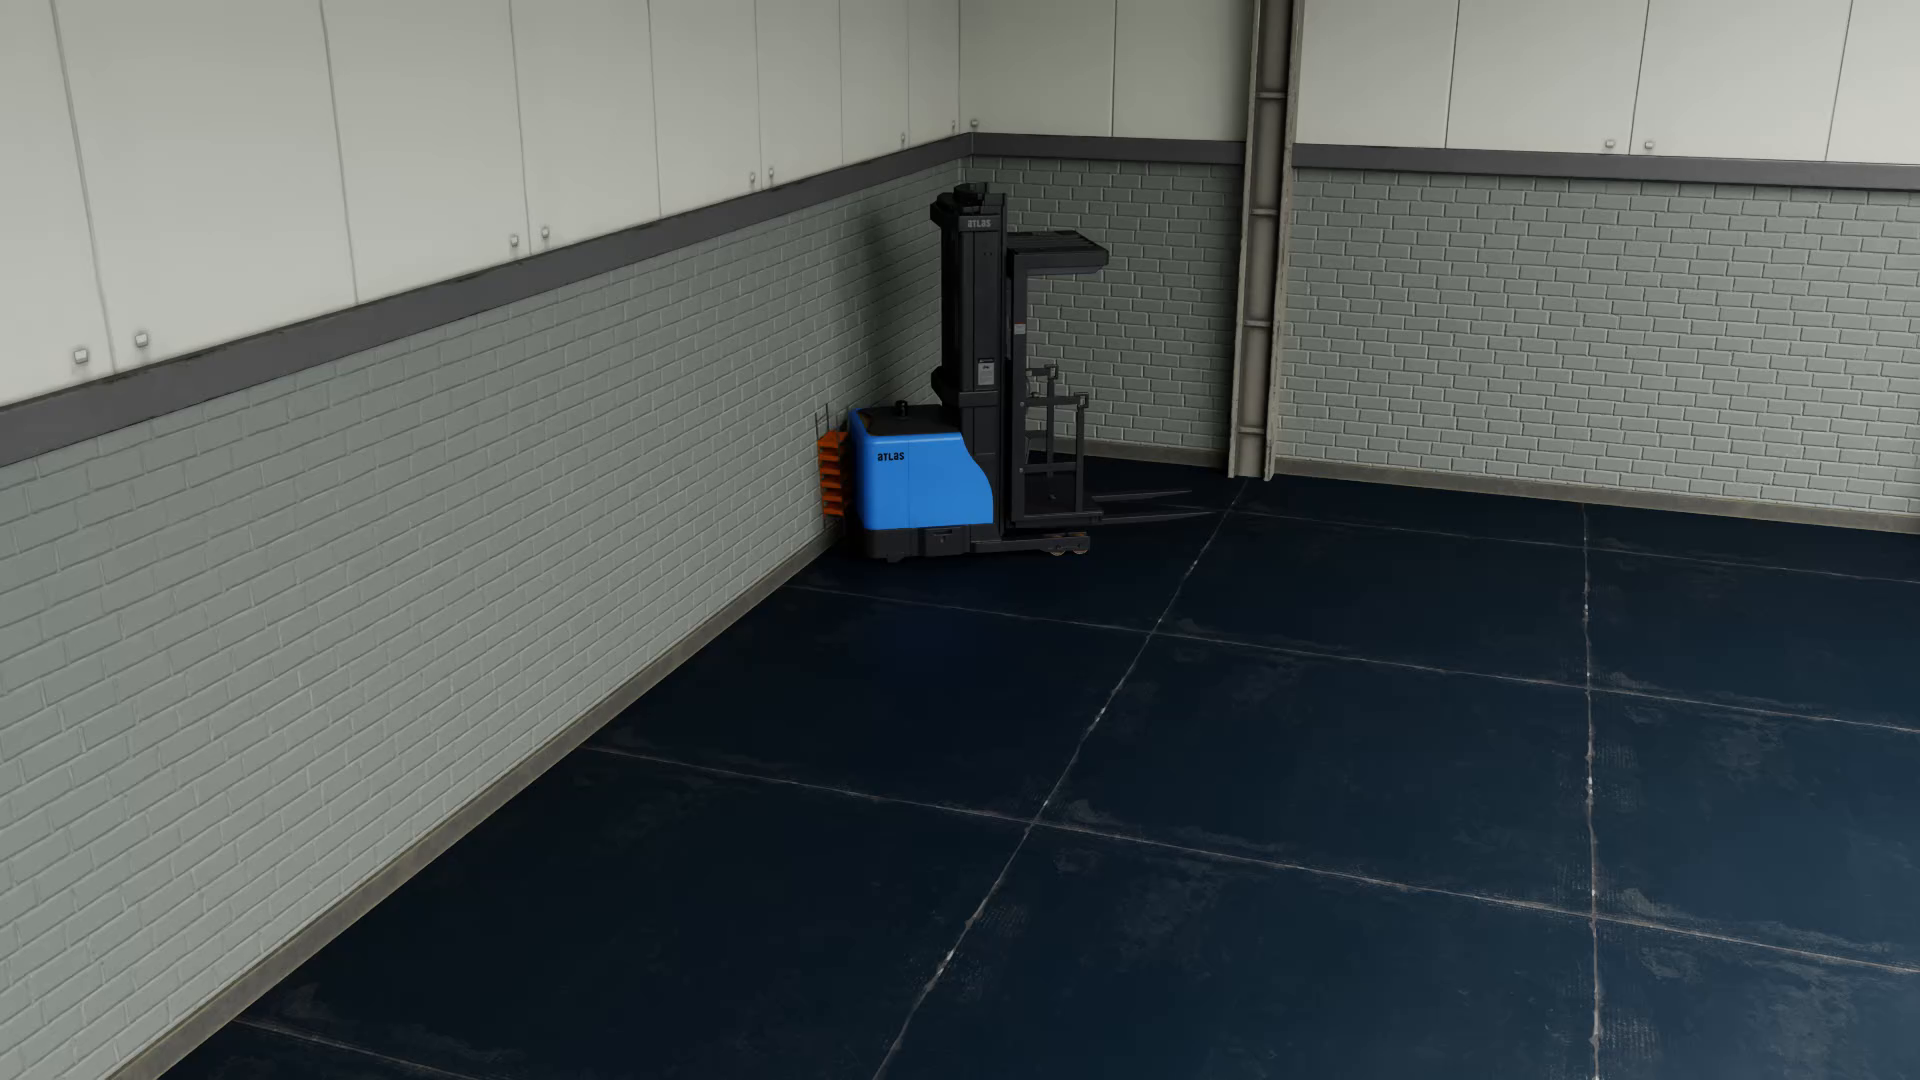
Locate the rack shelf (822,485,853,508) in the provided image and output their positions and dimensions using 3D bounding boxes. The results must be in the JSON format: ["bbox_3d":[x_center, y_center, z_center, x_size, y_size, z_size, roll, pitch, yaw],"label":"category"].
[{"bbox_3d":[-1.010,-0.369,13.781,0.180,0.103,0.258,7,27,19],"label":"rack shelf"}]

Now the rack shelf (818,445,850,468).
[{"bbox_3d":[-1.024,-0.694,13.627,0.180,0.103,0.258,7,27,19],"label":"rack shelf"}]

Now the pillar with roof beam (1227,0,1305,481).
[{"bbox_3d":[1.363,-3.534,10.545,0.400,9.000,9.100,7,20,18],"label":"pillar with roof beam"}]

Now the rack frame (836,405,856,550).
[{"bbox_3d":[-0.930,-0.507,13.681,0.006,1.200,0.240,7,27,19],"label":"rack frame"}]

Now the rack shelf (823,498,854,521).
[{"bbox_3d":[-1.005,-0.261,13.833,0.180,0.103,0.258,7,27,19],"label":"rack shelf"}]

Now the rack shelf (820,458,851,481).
[{"bbox_3d":[-1.019,-0.586,13.678,0.180,0.103,0.258,7,27,19],"label":"rack shelf"}]

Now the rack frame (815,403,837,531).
[{"bbox_3d":[-1.102,-0.528,13.740,0.006,1.200,0.240,7,27,19],"label":"rack frame"}]

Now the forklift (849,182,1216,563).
[{"bbox_3d":[0.617,-1.423,13.707,3.031,2.935,1.130,-4,20,-10],"label":"forklift"}]

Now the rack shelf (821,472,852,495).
[{"bbox_3d":[-1.014,-0.477,13.730,0.180,0.103,0.258,7,27,19],"label":"rack shelf"}]

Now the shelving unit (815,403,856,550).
[{"bbox_3d":[-1.016,-0.517,13.711,0.189,1.200,0.258,7,27,19],"label":"shelving unit"}]

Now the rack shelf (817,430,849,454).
[{"bbox_3d":[-1.028,-0.802,13.575,0.180,0.103,0.258,7,27,19],"label":"rack shelf"}]
